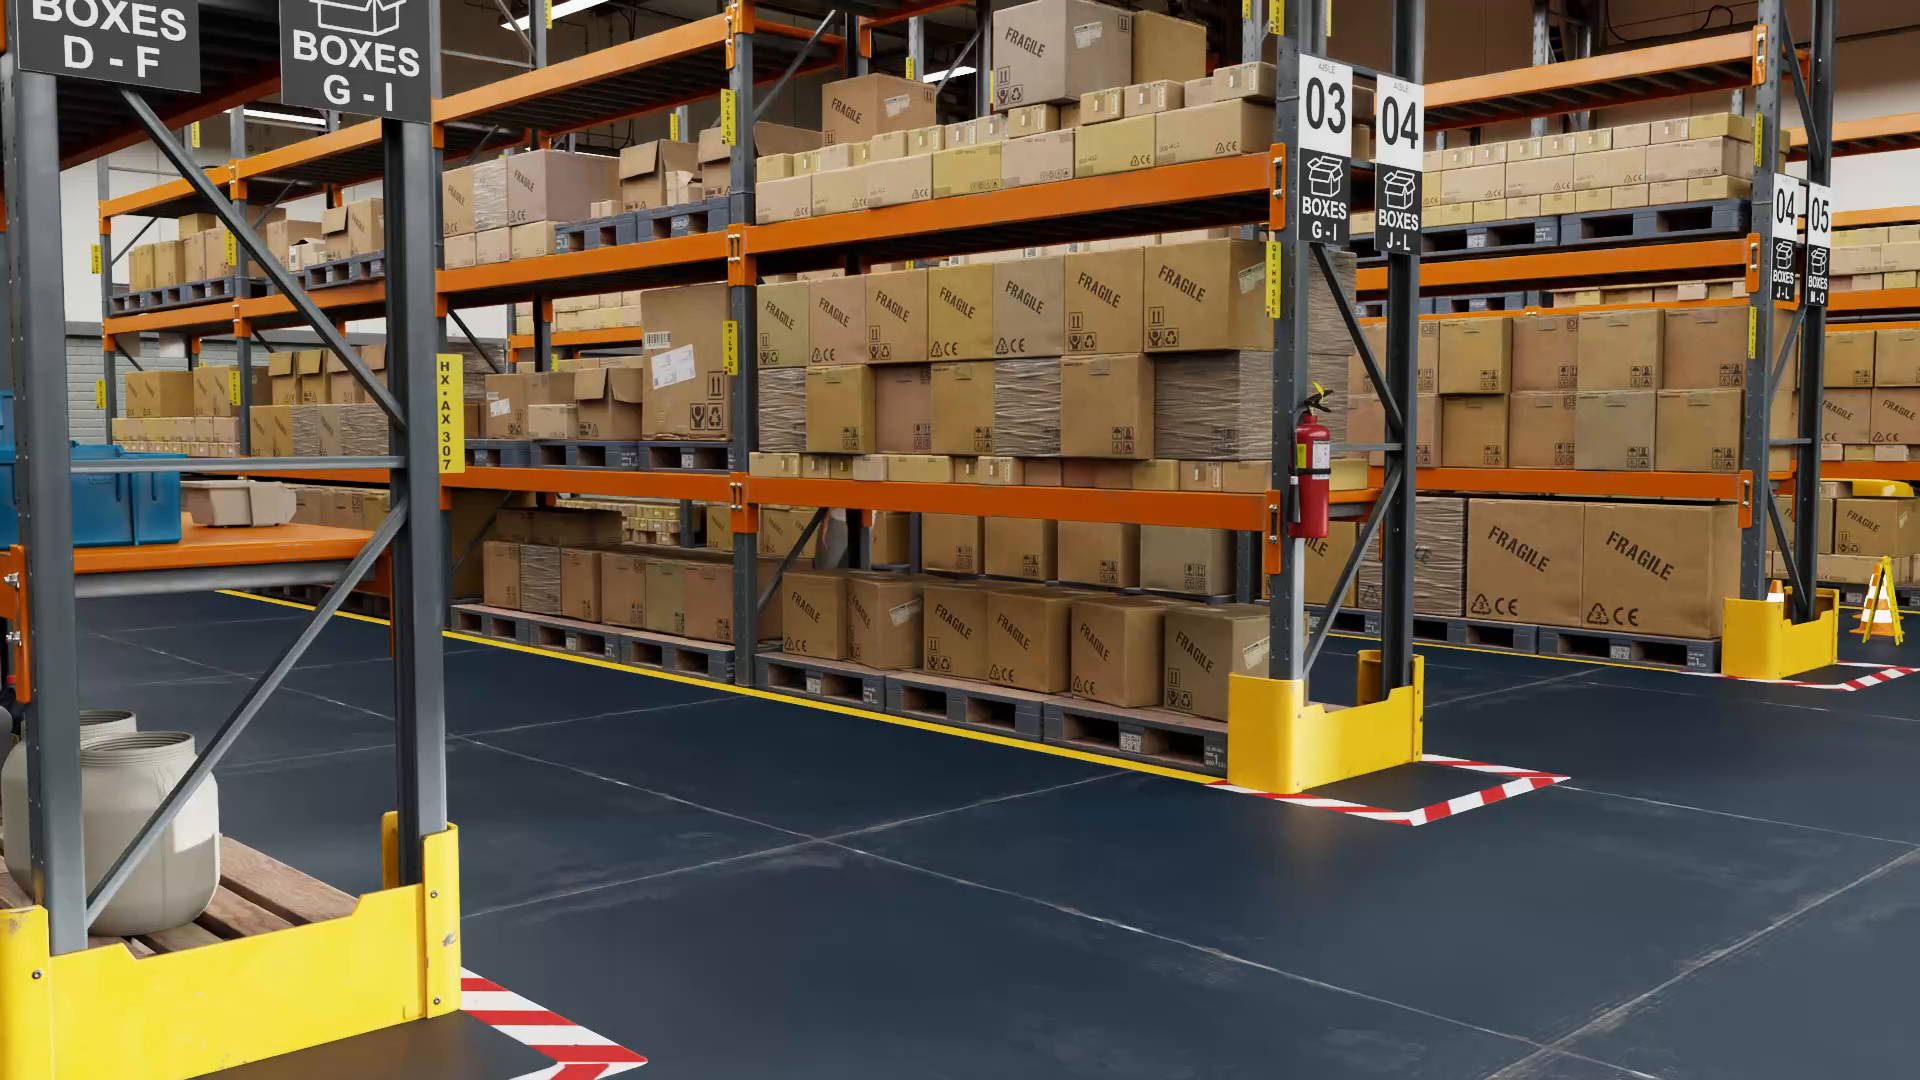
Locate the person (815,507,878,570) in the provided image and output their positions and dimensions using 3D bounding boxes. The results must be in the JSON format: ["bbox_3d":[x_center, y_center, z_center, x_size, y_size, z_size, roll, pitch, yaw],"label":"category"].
[{"bbox_3d":[-0.846,-0.139,12.459,0.558,1.751,0.633,-4,5,-43],"label":"person"}]
